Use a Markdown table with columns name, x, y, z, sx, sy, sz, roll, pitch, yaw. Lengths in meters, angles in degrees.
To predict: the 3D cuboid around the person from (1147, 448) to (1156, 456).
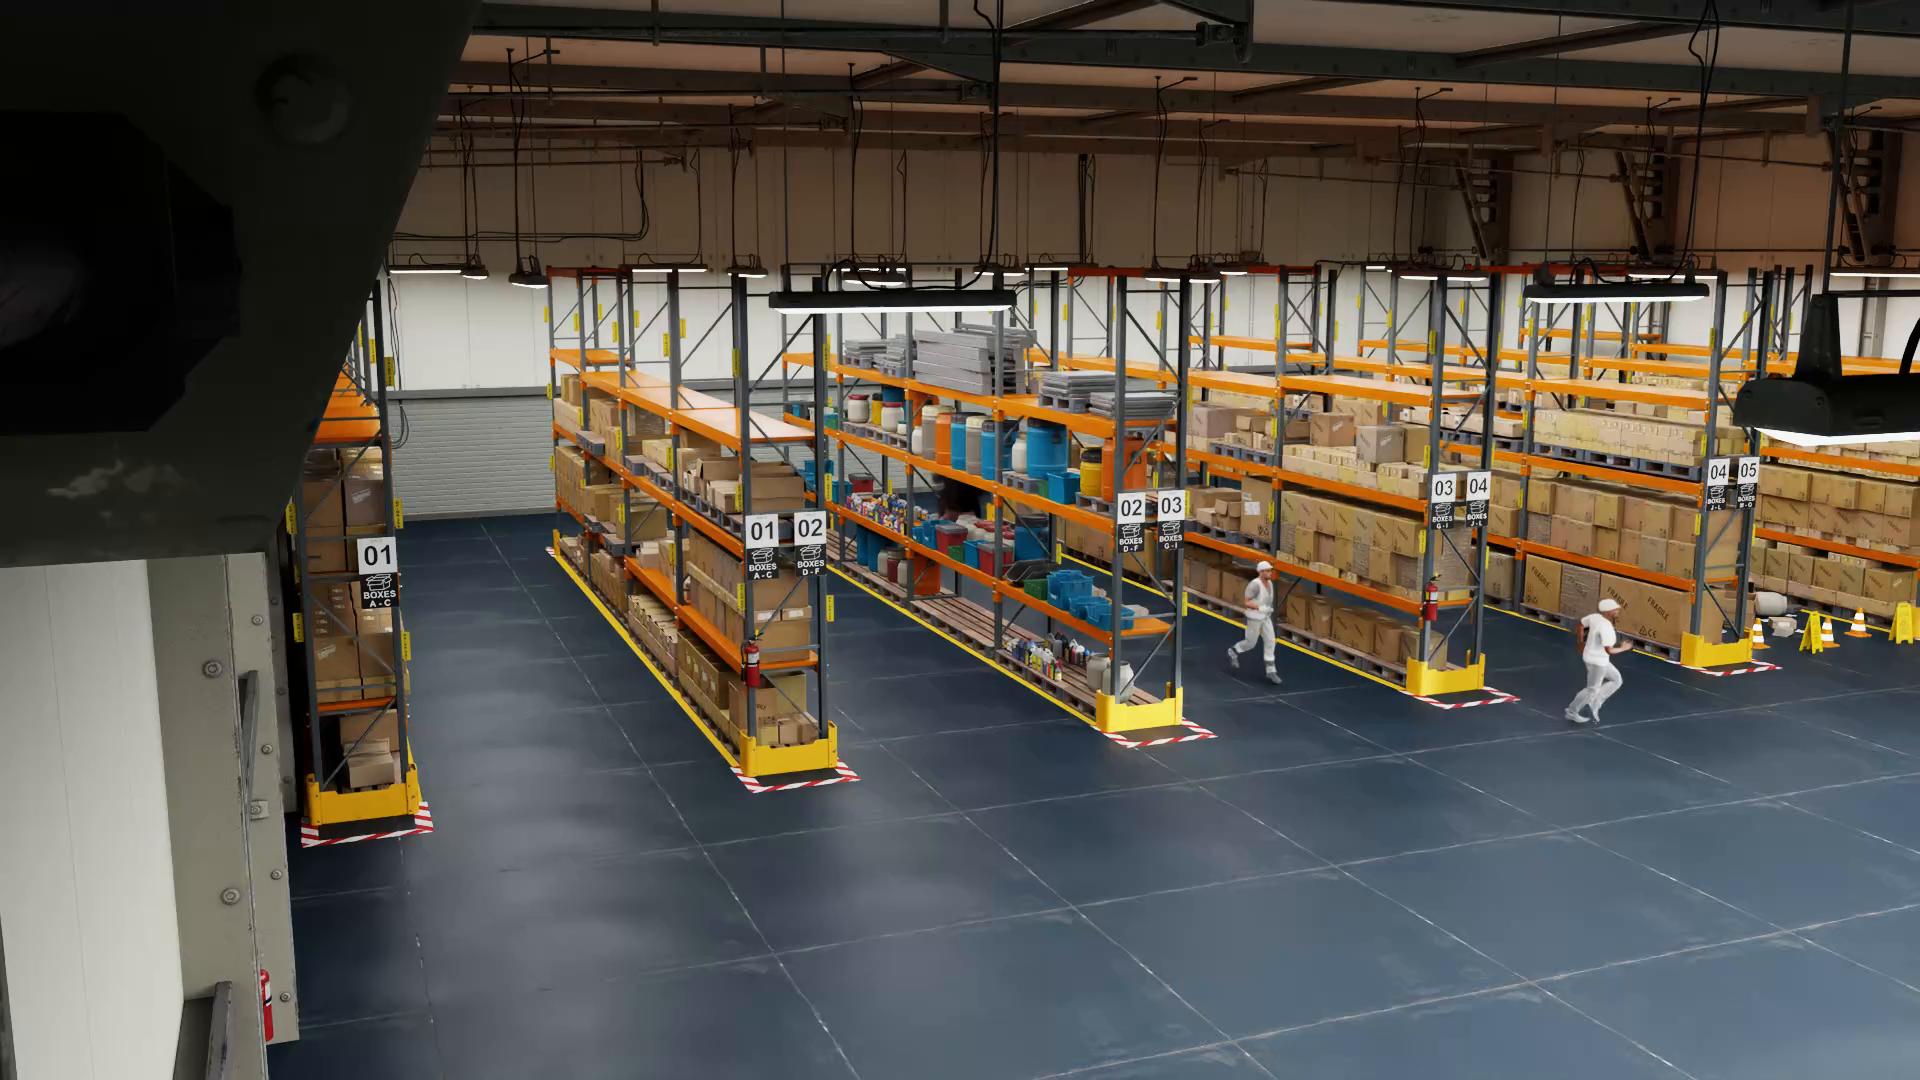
| name | x | y | z | sx | sy | sz | roll | pitch | yaw |
| --- | --- | --- | --- | --- | --- | --- | --- | --- | --- |
| person | 4.475 | -1.326 | 39.150 | 0.724 | 1.790 | 0.856 | -1 | 10 | -7 |

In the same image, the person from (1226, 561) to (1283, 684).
| name | x | y | z | sx | sy | sz | roll | pitch | yaw |
| --- | --- | --- | --- | --- | --- | --- | --- | --- | --- |
| person | 4.417 | 1.176 | 24.735 | 0.686 | 1.780 | 1.050 | -9 | 13 | -43 |

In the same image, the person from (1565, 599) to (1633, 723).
| name | x | y | z | sx | sy | sz | roll | pitch | yaw |
| --- | --- | --- | --- | --- | --- | --- | --- | --- | --- |
| person | 8.565 | 1.617 | 22.265 | 0.779 | 1.711 | 0.739 | 2 | 10 | 12 |

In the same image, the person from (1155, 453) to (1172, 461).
| name | x | y | z | sx | sy | sz | roll | pitch | yaw |
| --- | --- | --- | --- | --- | --- | --- | --- | --- | --- |
| person | 4.965 | -1.639 | 41.420 | 0.558 | 1.673 | 0.626 | -1 | 10 | -8 |
